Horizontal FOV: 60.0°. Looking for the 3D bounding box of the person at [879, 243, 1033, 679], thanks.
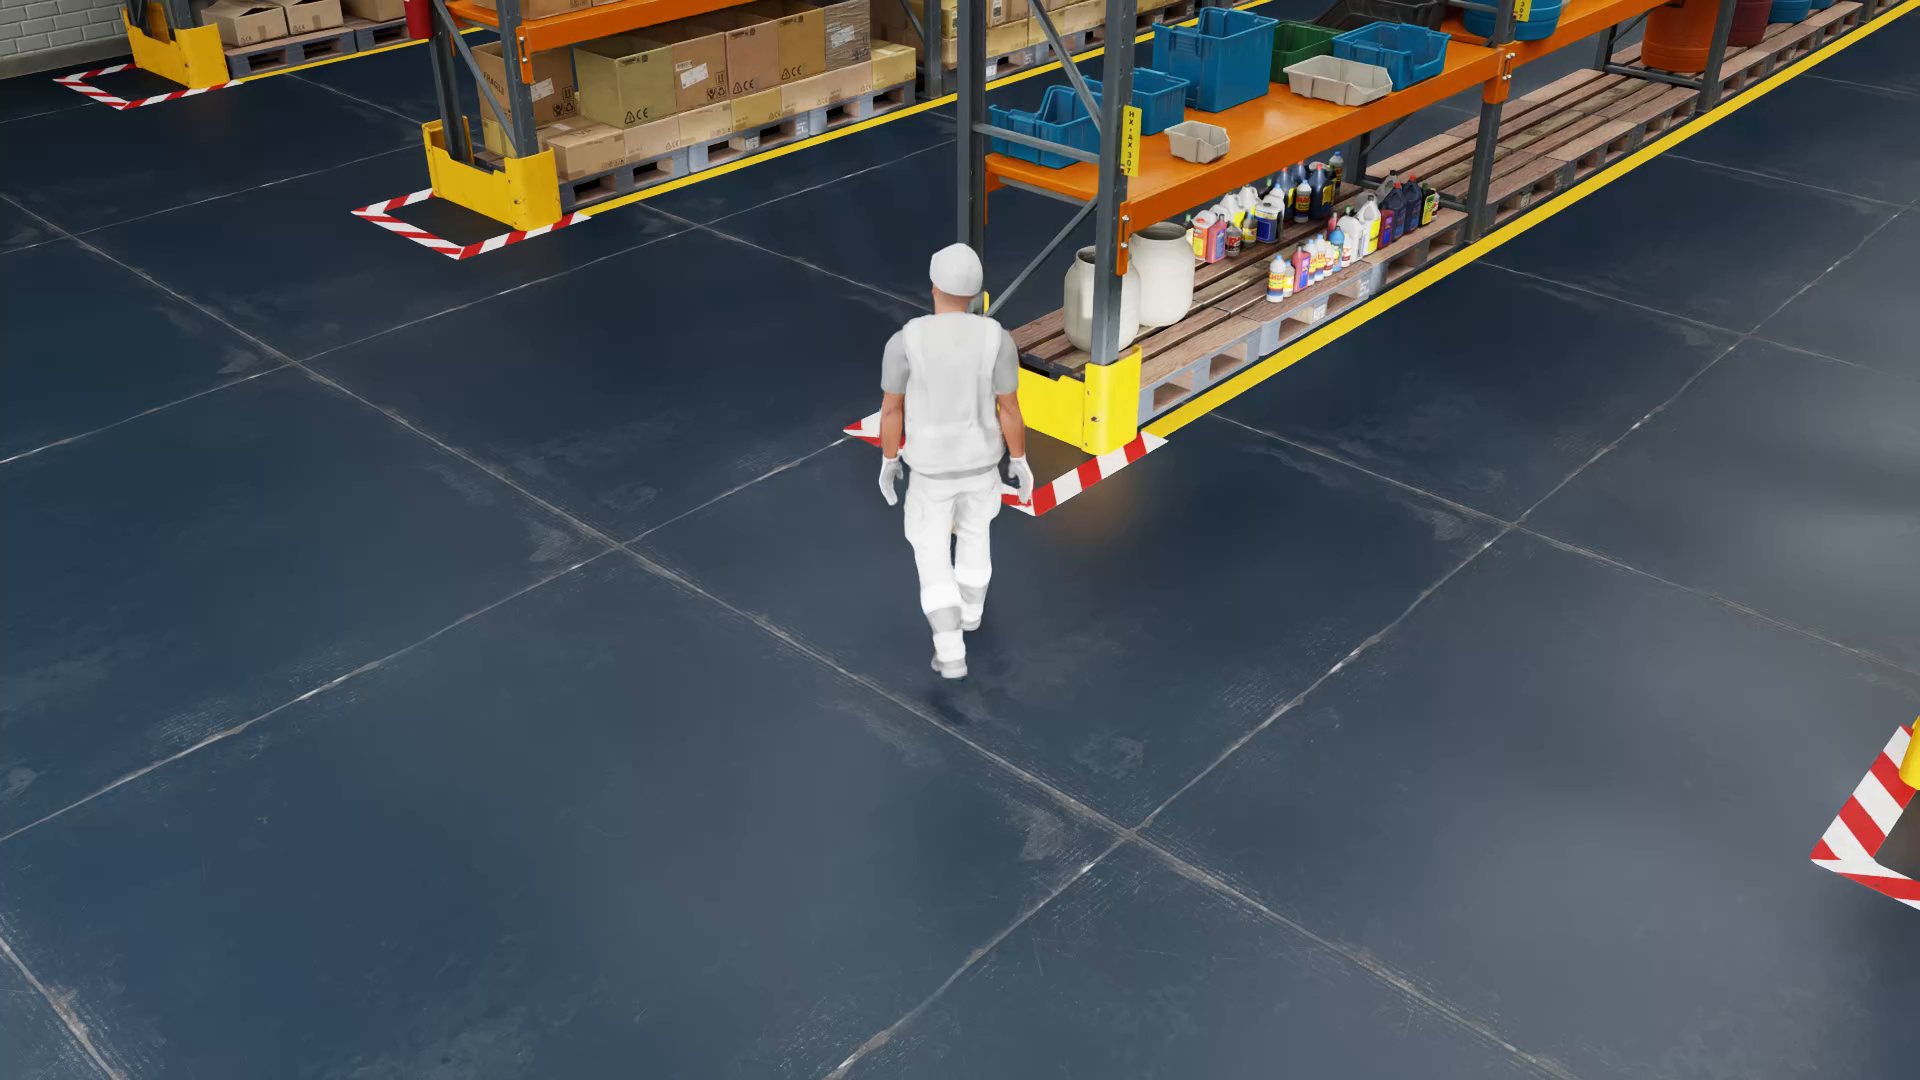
[{"bbox_3d":[-0.016,-0.291,6.602,0.611,1.780,0.830,-5,31,-9],"label":"person"}]
